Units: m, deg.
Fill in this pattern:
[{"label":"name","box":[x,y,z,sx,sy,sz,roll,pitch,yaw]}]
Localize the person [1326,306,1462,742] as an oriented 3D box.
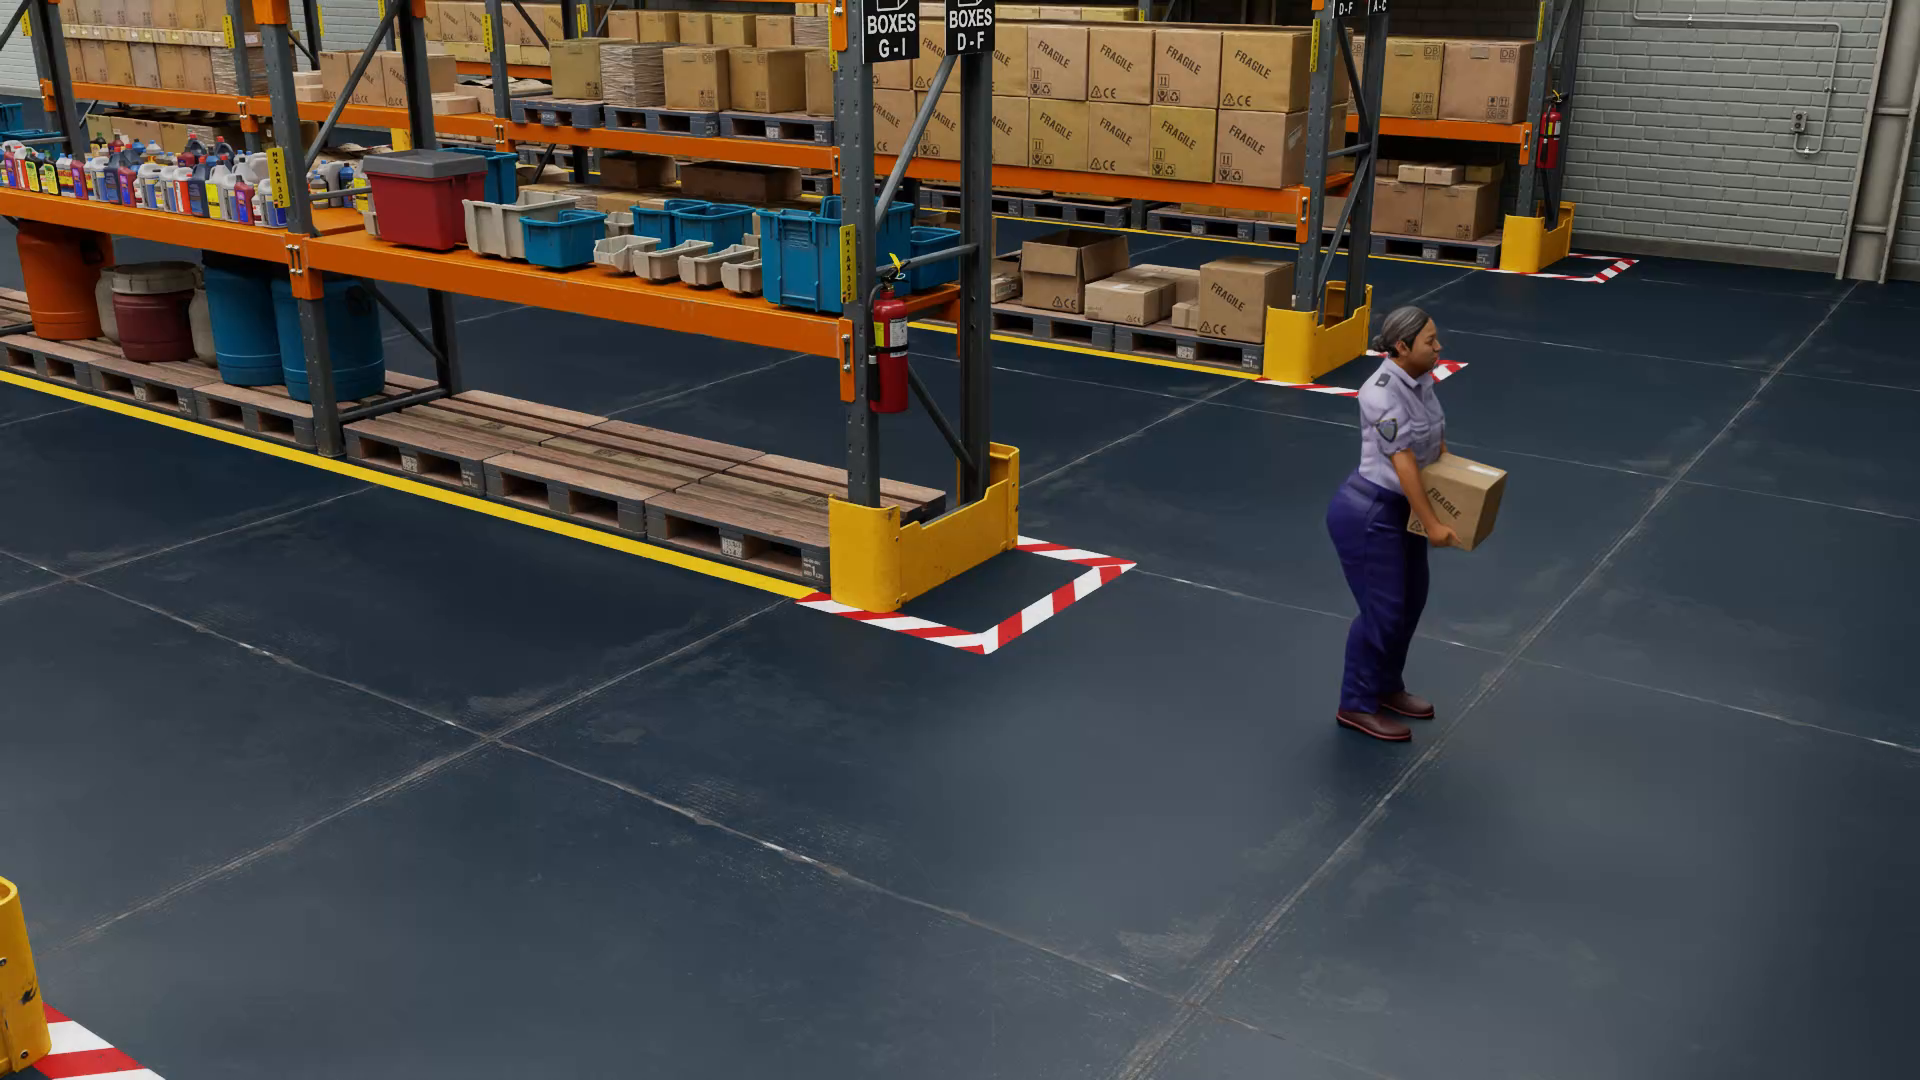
[{"label":"person","box":[1.682,-0.066,6.293,0.529,1.646,0.434,13,24,32]}]
